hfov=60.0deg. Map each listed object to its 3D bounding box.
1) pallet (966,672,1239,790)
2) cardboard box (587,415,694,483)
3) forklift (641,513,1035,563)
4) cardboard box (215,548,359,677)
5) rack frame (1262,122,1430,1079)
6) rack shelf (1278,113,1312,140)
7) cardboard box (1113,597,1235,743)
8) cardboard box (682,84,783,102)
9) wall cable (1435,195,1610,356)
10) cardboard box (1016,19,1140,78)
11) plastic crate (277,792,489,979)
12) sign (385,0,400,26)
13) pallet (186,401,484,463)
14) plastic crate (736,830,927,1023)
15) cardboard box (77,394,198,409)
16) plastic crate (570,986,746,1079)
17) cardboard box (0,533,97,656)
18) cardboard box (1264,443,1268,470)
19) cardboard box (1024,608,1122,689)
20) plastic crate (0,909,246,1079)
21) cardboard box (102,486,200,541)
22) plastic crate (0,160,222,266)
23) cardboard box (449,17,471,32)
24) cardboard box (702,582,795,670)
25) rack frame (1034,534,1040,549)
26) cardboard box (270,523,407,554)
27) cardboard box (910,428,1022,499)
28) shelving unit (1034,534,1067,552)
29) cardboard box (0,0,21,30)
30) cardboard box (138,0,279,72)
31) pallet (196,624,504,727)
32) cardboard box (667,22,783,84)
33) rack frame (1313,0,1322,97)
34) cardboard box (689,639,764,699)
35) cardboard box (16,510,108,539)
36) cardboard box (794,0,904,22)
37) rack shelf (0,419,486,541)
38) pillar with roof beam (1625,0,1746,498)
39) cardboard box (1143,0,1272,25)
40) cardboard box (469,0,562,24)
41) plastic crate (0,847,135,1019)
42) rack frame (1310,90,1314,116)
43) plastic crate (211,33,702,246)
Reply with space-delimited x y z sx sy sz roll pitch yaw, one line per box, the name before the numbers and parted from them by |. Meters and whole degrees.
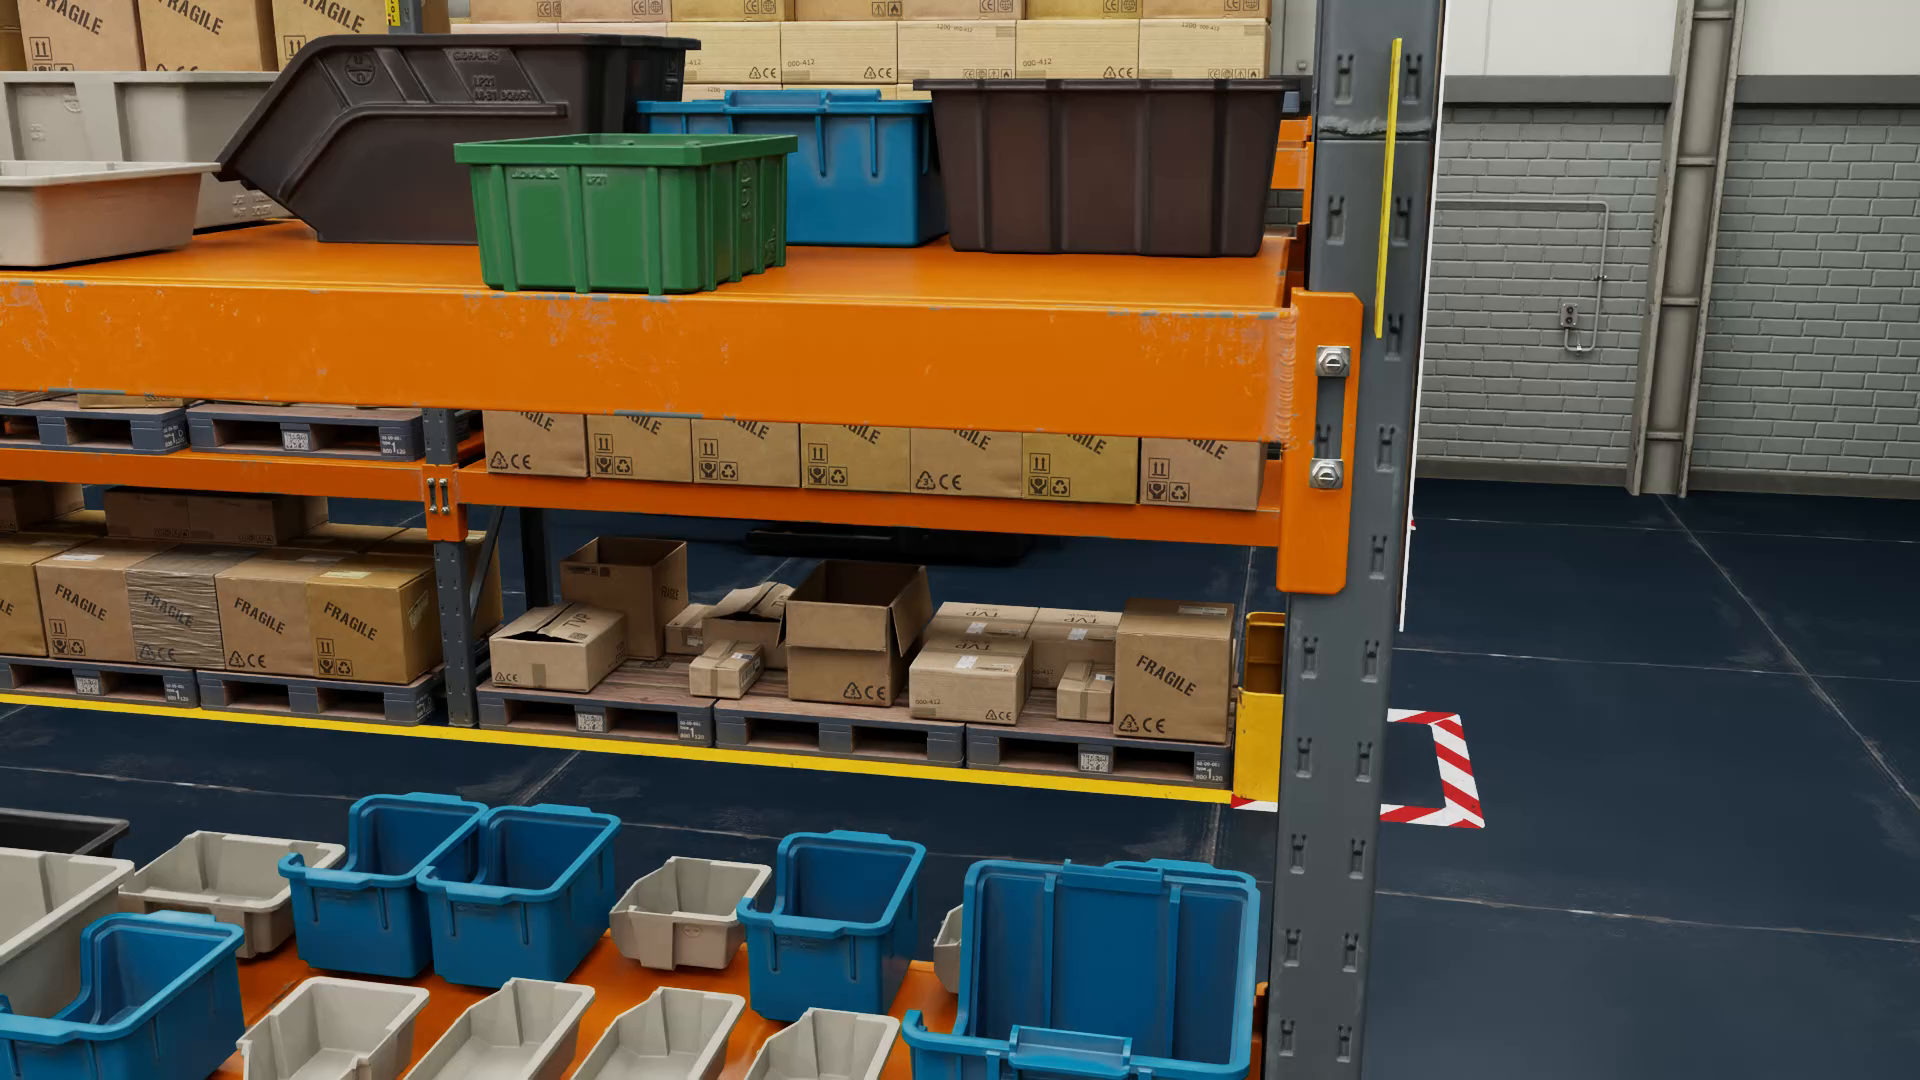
pallet | 0.711 0.857 8.003 1.213 0.211 1.003 3 16 11
cardboard box | -1.406 -0.577 7.768 0.500 0.500 0.500 3 16 12
forklift | -0.971 -1.441 11.204 3.031 2.935 1.130 3 16 11
cardboard box | -3.377 0.359 8.434 0.500 0.500 0.500 3 16 11
rack frame | 0.576 0.855 2.786 0.127 3.000 1.000 3 16 11
rack shelf | 0.590 -2.942 12.222 4.000 0.370 1.077 3 16 11
cardboard box | 0.985 0.588 7.610 0.500 0.500 0.500 3 16 11
cardboard box | -0.947 -1.881 7.327 0.500 0.250 0.500 3 16 11
wall cable | 3.993 -2.406 12.654 1.851 1.984 0.084 3 16 11
cardboard box | 0.522 -2.042 6.970 0.500 0.250 0.500 3 16 11
plastic crate | -1.185 0.721 3.470 0.300 0.233 0.416 3 16 11
sign | -2.460 -2.393 7.185 0.005 0.325 0.100 3 16 11
pallet | -3.114 -0.632 8.514 1.213 0.211 1.003 3 16 11
plastic crate | -0.246 0.772 3.286 0.300 0.233 0.416 3 16 11
cardboard box | -4.097 -0.982 8.443 0.500 0.500 0.700 -1 16 -3
plastic crate | -0.540 0.938 2.869 0.243 0.136 0.396 3 16 11
cardboard box | -4.879 0.280 8.721 0.500 0.500 0.500 3 16 10
cardboard box | 1.184 -0.581 7.785 0.500 0.500 0.500 3 16 12
cardboard box | 0.600 0.543 8.240 0.500 0.250 0.500 3 16 11
plastic crate | -1.488 0.865 2.953 0.300 0.233 0.416 3 16 11
cardboard box | -4.250 -0.191 9.018 0.500 0.250 0.500 3 16 10
plastic crate | -1.498 -0.509 2.584 0.530 0.136 0.437 3 16 11
cardboard box | -3.734 -3.810 12.997 0.500 0.500 0.700 4 16 14
cardboard box | -1.003 0.426 8.546 0.500 0.311 0.500 3 16 11
rack frame | 0.558 -0.544 11.170 0.006 1.200 0.240 6 16 10
cardboard box | -3.304 0.224 8.922 0.500 0.500 0.500 3 16 12
cardboard box | 0.077 -0.496 7.477 0.500 0.500 0.500 3 16 12
shelving unit | 0.648 -0.534 11.154 0.189 1.200 0.258 6 16 10
cardboard box | -4.847 -2.763 8.167 0.500 0.500 0.500 3 16 11
cardboard box | -3.492 -2.473 8.022 0.600 0.600 0.600 3 16 10
pallet | -3.158 0.657 8.725 1.213 0.211 1.003 3 16 11
cardboard box | -0.948 -2.121 7.255 0.500 0.250 0.500 3 16 11
rack frame | 1.567 -3.332 6.663 0.127 3.000 1.000 3 16 11
cardboard box | -1.135 0.622 8.110 0.250 0.166 0.380 3 16 11
cardboard box | -4.803 0.142 9.217 0.500 0.500 0.500 3 16 9
cardboard box | -0.396 -2.538 7.355 0.500 0.500 0.700 3 16 11
rack shelf | -4.313 -0.413 8.712 4.000 0.370 1.077 3 16 11
pillar with roof beam | 4.510 -3.584 7.574 0.400 9.000 9.100 3 16 11
cardboard box | 1.060 -2.439 7.000 0.500 0.500 0.700 3 16 11
cardboard box | -1.869 -2.613 7.627 0.500 0.500 0.700 3 16 11
plastic crate | -1.884 0.800 3.095 0.530 0.282 0.437 3 16 11
rack frame | 2.550 -1.737 12.143 0.127 3.000 1.000 3 16 11
plastic crate | -0.866 -0.714 2.947 0.767 0.338 0.504 3 16 11
